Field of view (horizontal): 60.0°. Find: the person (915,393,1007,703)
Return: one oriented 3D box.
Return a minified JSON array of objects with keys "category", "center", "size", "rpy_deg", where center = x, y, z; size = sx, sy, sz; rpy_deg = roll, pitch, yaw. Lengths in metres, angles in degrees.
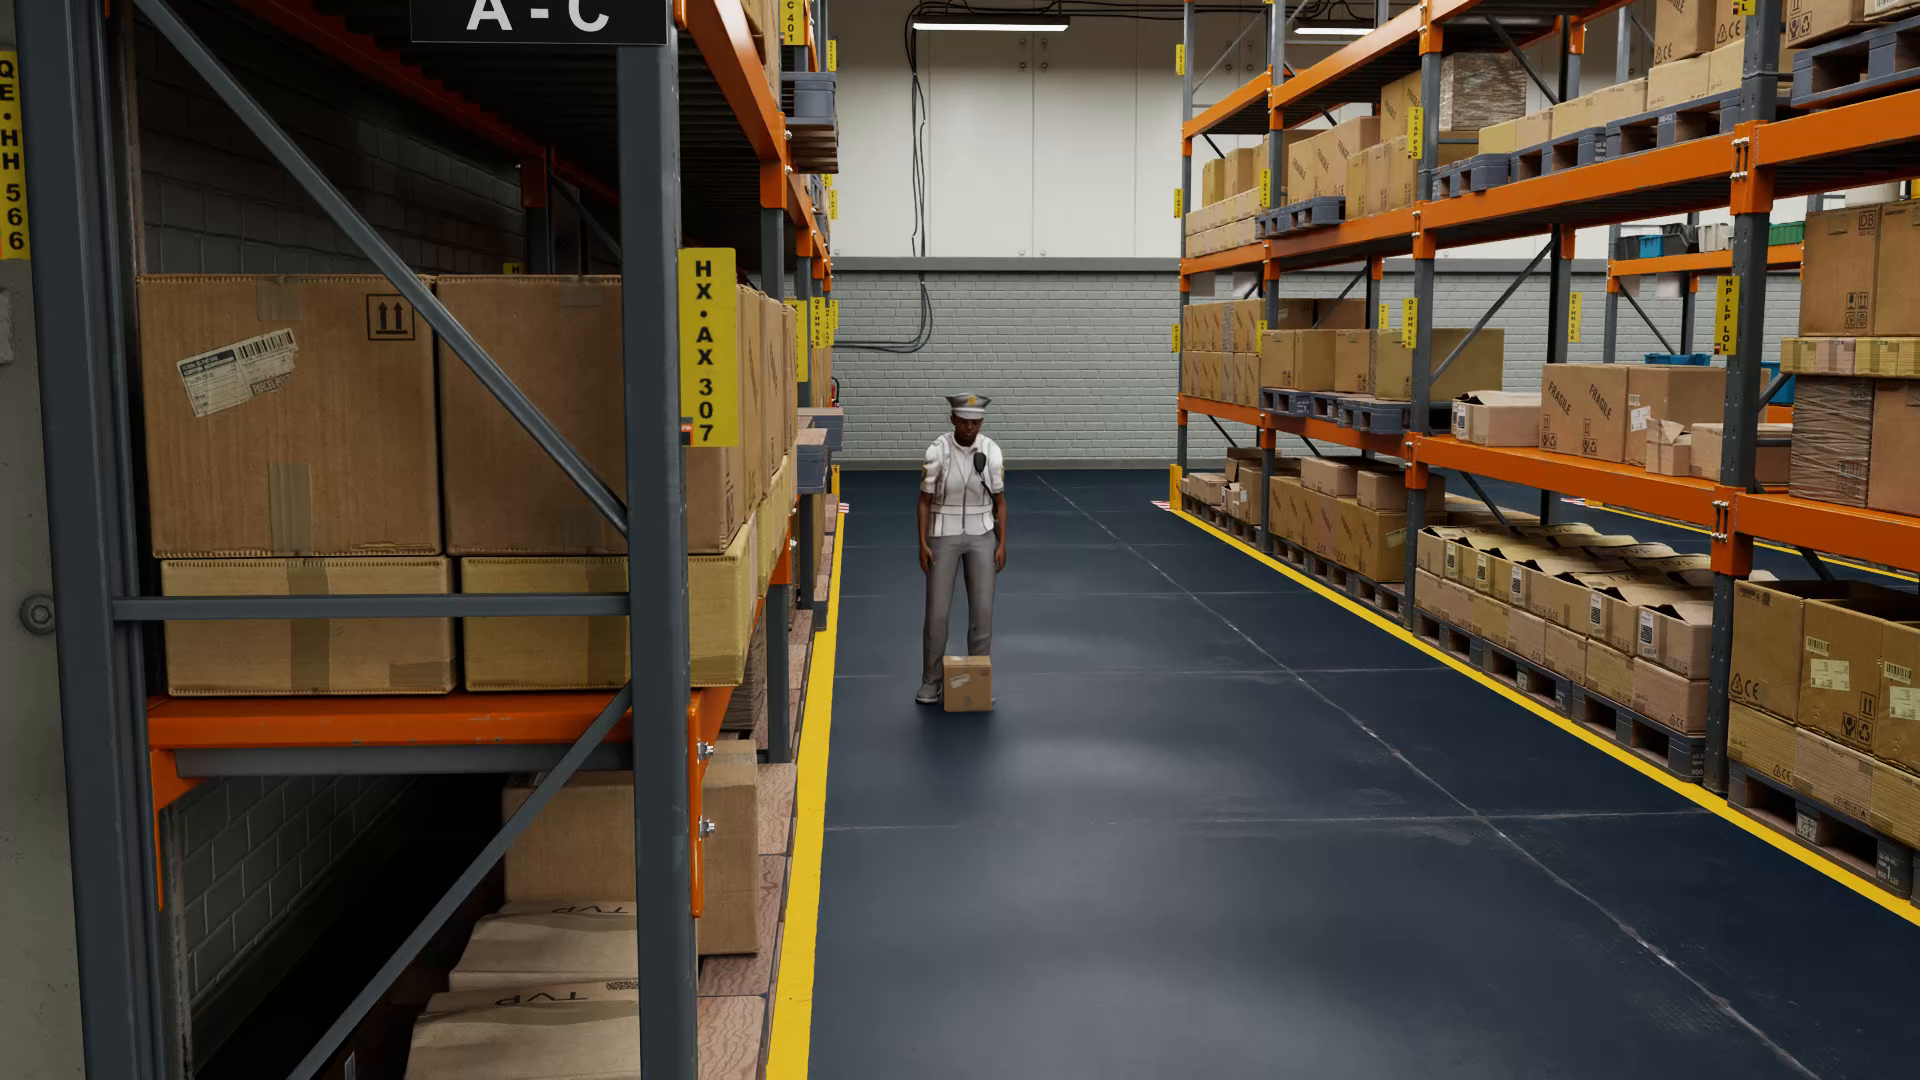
[{"category":"person","center":[0.007,0.038,8.953],"size":[0.510,1.657,0.425],"rpy_deg":[-1,7,-6]}]
